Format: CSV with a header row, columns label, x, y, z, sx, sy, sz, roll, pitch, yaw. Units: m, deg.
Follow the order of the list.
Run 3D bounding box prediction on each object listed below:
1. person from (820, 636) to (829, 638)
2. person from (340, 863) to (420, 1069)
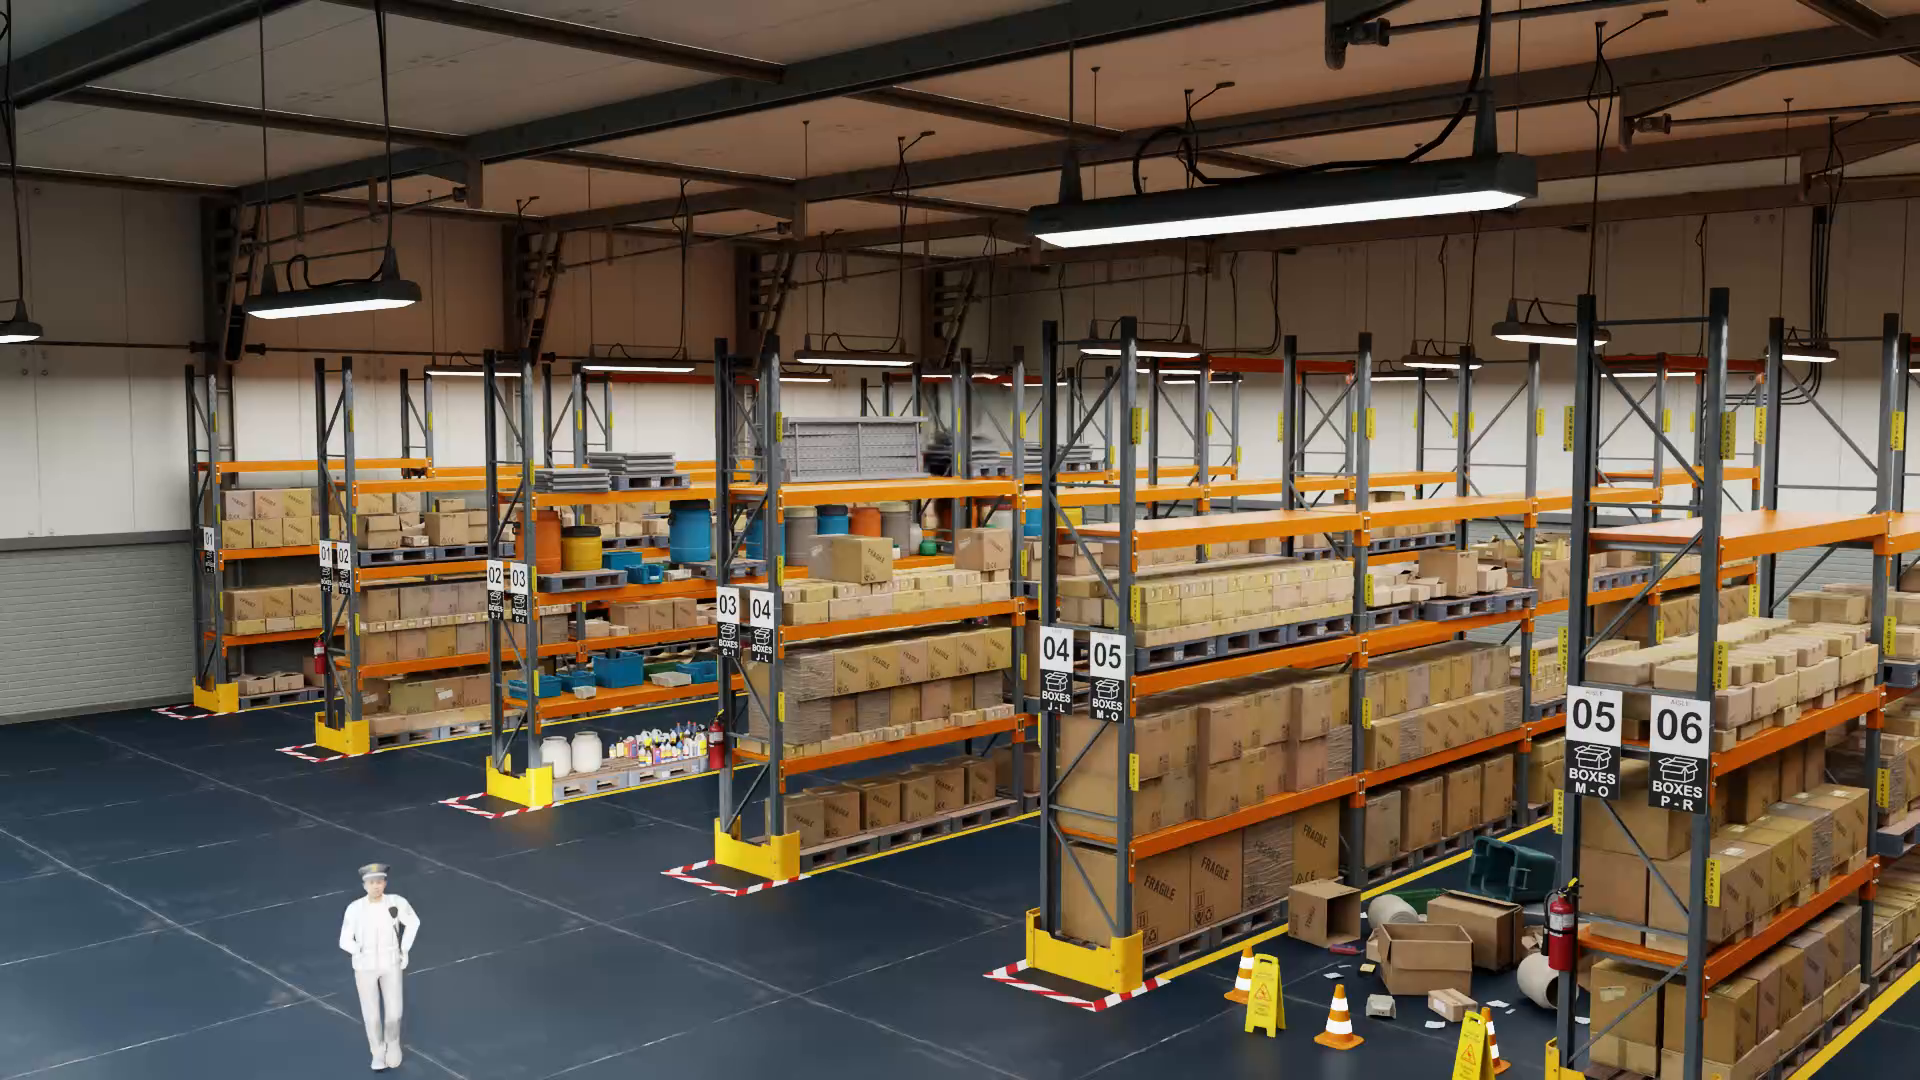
label,x,y,z,sx,sy,sz,roll,pitch,yaw
person,-2.293,1.755,29.125,0.640,1.860,0.766,2,5,30
person,-4.509,3.332,12.937,0.591,1.656,0.599,-1,5,-18
